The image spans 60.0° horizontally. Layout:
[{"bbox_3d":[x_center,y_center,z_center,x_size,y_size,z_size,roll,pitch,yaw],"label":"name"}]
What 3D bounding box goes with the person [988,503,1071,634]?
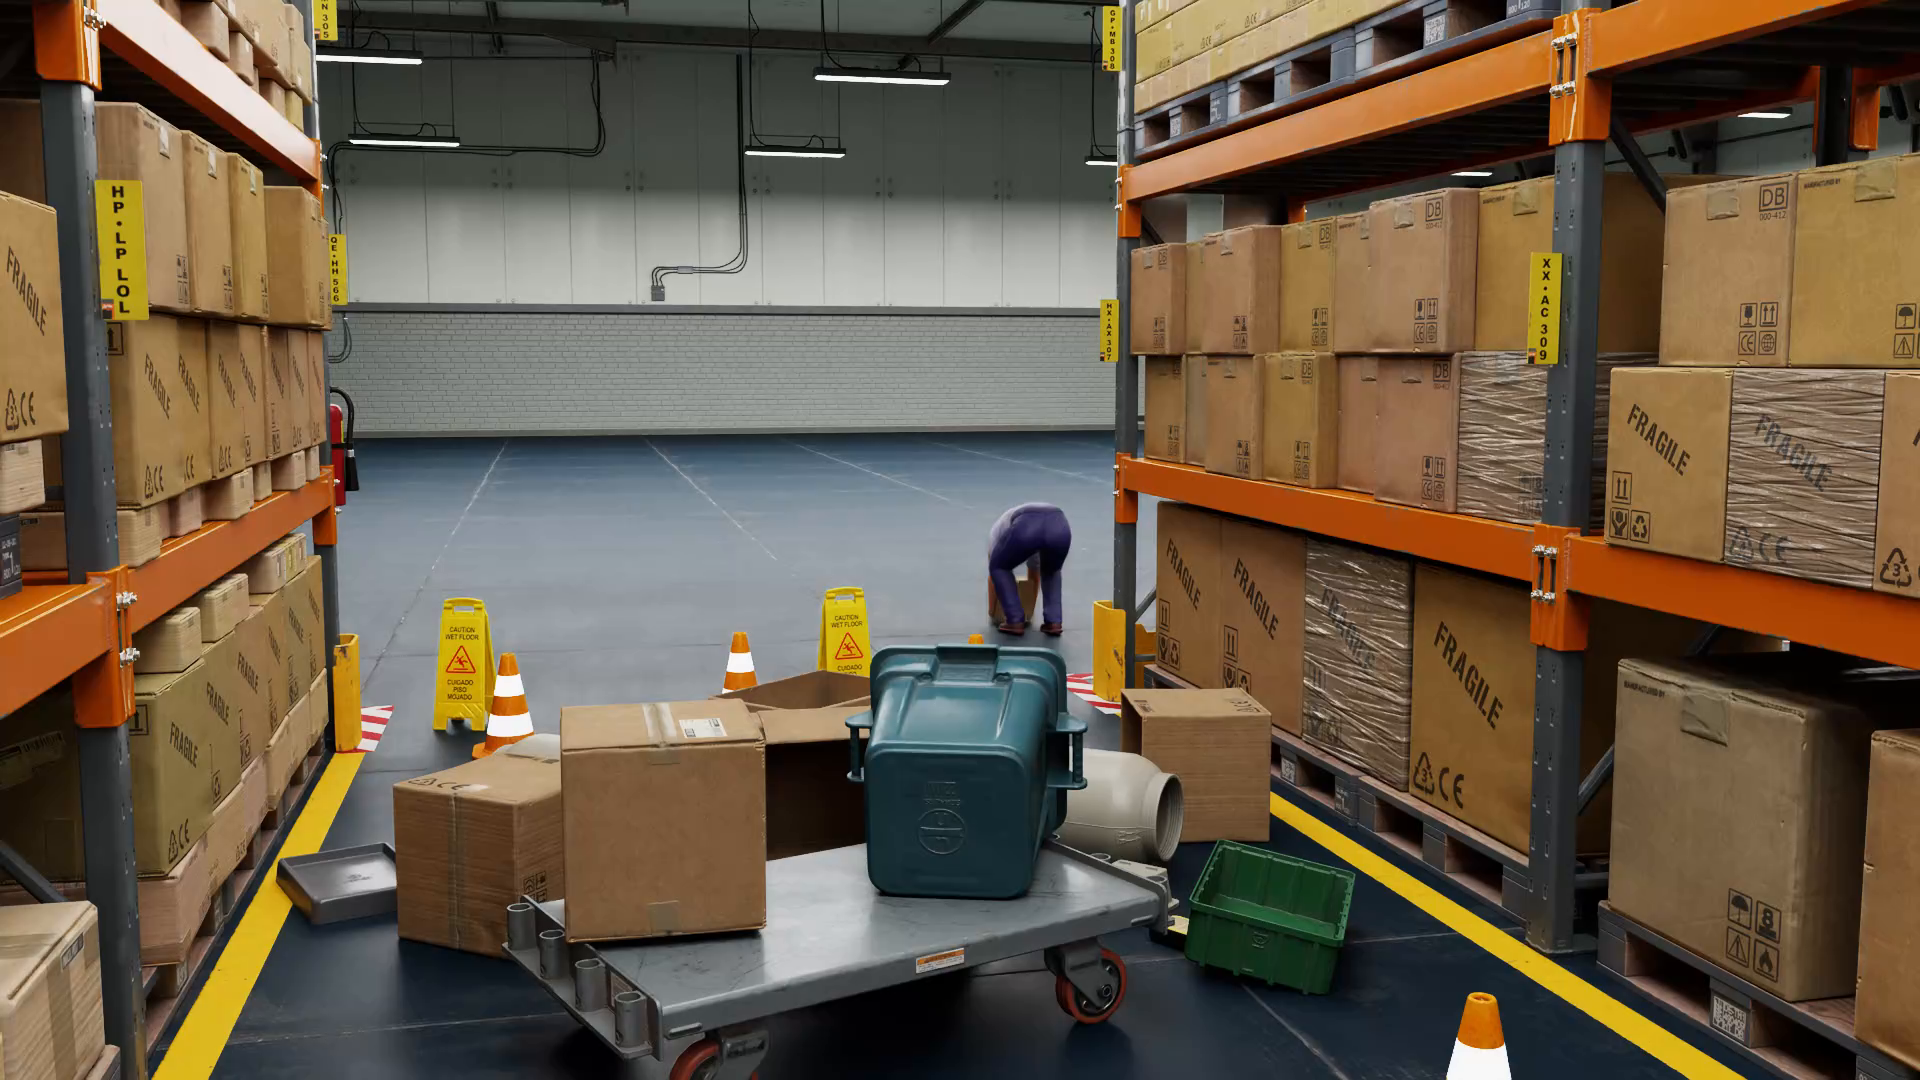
[{"bbox_3d":[0.439,0.172,11.218,0.502,0.881,0.898,-2,7,-16],"label":"person"}]
